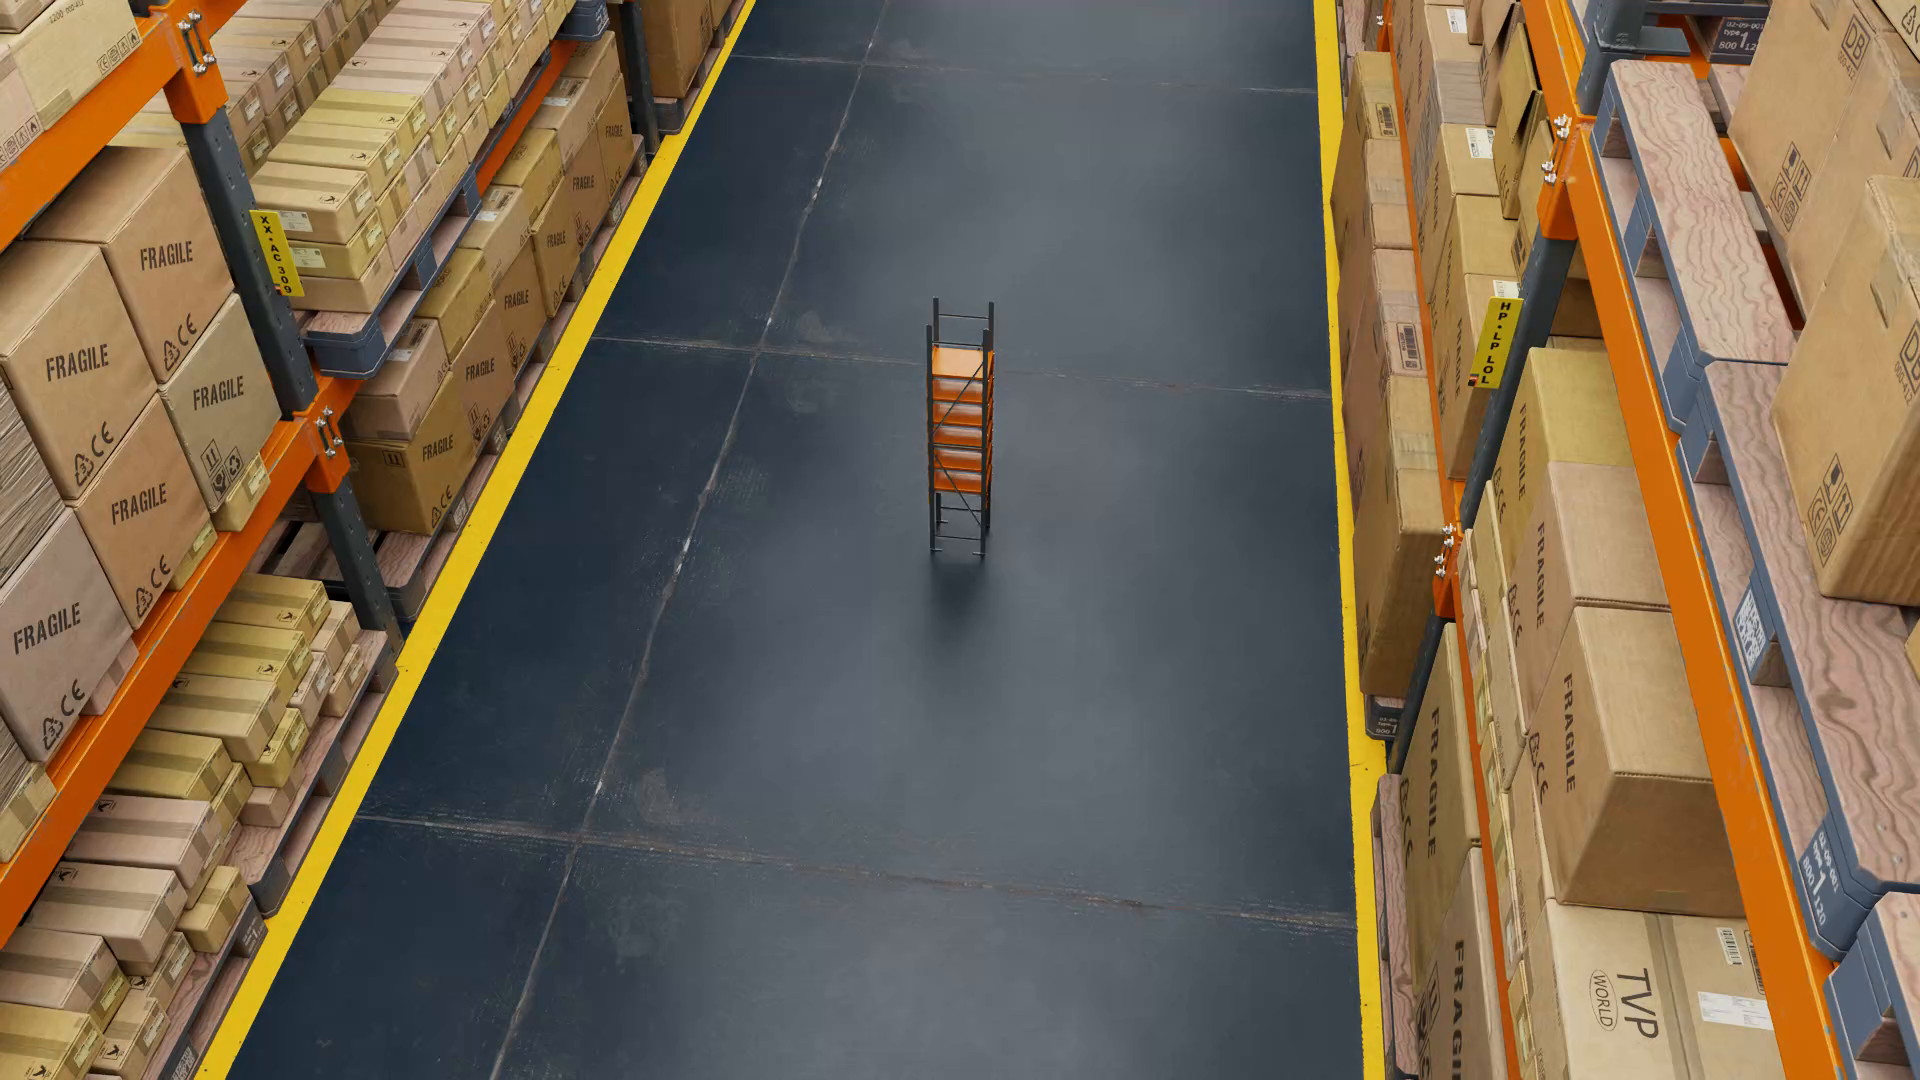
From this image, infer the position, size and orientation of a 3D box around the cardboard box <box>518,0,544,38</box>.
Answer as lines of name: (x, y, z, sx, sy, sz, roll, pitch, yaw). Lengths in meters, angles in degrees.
cardboard box: (-2.032, -2.304, 7.185, 0.380, 0.149, 0.250, 6, 44, 7)

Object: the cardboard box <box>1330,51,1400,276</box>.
cardboard box: (2.541, -1.785, 8.216, 1.225, 0.875, 0.875, 3, 44, 4)

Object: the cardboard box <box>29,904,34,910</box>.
cardboard box: (-3.147, 1.155, 5.639, 0.380, 0.149, 0.250, 4, 44, 4)

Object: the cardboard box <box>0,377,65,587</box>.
cardboard box: (-2.718, -0.128, 4.210, 0.500, 0.500, 0.500, 6, 44, 7)

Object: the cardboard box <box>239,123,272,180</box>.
cardboard box: (-2.853, -1.473, 6.307, 0.380, 0.149, 0.250, 7, 44, 7)

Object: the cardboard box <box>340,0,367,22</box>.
cardboard box: (-2.712, -2.307, 6.971, 0.380, 0.149, 0.250, 5, 44, 5)

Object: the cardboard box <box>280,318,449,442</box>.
cardboard box: (-2.419, -0.663, 6.758, 0.500, 0.250, 0.500, 3, 44, 4)

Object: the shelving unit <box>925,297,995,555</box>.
shelving unit: (0.002, -0.446, 6.870, 0.258, 1.200, 0.189, 5, 44, 6)

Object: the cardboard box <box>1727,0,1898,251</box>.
cardboard box: (2.080, -0.922, 3.432, 0.700, 0.500, 0.500, 3, 44, 3)

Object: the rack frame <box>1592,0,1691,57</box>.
rack frame: (2.124, -2.325, 3.183, 1.000, 3.000, 0.127, 5, 44, 6)

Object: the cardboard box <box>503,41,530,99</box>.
cardboard box: (-2.067, -2.016, 7.097, 0.380, 0.149, 0.250, 3, 44, 4)

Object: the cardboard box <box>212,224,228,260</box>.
cardboard box: (-2.889, -1.193, 6.228, 0.380, 0.149, 0.250, 5, 44, 6)

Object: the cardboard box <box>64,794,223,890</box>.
cardboard box: (-2.644, 0.977, 5.394, 0.380, 0.149, 0.250, 3, 44, 3)

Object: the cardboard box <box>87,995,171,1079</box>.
cardboard box: (-2.730, 1.559, 5.212, 0.380, 0.149, 0.250, 5, 44, 6)

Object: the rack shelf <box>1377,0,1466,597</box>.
rack shelf: (2.389, -1.248, 6.932, 1.077, 0.370, 4.000, 5, 44, 6)

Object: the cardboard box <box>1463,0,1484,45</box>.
cardboard box: (2.452, -2.332, 6.752, 0.797, 0.503, 0.637, 6, 44, 6)

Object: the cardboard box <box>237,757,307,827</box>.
cardboard box: (-2.581, 0.870, 5.940, 0.380, 0.149, 0.250, 4, 44, 4)

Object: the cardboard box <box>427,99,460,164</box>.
cardboard box: (-2.171, -1.592, 6.433, 0.380, 0.149, 0.250, 4, 44, 4)

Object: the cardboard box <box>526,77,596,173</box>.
cardboard box: (-2.136, -2.074, 8.248, 0.500, 0.250, 0.500, 6, 44, 6)

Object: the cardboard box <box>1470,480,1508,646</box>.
cardboard box: (1.803, 0.096, 4.882, 0.500, 0.250, 0.500, 5, 44, 5)

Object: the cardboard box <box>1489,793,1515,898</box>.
cardboard box: (1.620, 0.828, 4.398, 0.380, 0.149, 0.250, 5, 44, 5)

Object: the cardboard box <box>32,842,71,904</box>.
cardboard box: (-3.183, 1.045, 5.538, 0.380, 0.149, 0.250, 7, 44, 7)

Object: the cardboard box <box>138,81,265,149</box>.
cardboard box: (-2.848, -1.594, 6.218, 0.380, 0.149, 0.250, 4, 44, 4)

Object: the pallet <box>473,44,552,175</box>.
pallet: (-2.471, -1.970, 7.310, 1.003, 0.211, 1.213, 5, 44, 6)

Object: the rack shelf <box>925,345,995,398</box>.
rack shelf: (0.002, -0.675, 6.653, 0.258, 0.103, 0.180, 5, 44, 6)

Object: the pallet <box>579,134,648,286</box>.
pallet: (-2.355, -1.847, 9.070, 1.003, 0.211, 1.213, 5, 44, 6)

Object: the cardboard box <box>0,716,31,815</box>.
cardboard box: (-2.790, 0.587, 4.182, 0.500, 0.500, 0.500, 4, 44, 4)

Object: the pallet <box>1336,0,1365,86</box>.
pallet: (2.922, -3.222, 10.521, 1.003, 0.211, 1.213, 5, 44, 6)

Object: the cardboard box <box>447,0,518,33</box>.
cardboard box: (-2.069, -2.236, 6.896, 0.380, 0.149, 0.250, 6, 44, 7)

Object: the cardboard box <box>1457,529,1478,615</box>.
cardboard box: (1.756, 0.116, 5.151, 0.380, 0.149, 0.250, 5, 44, 6)

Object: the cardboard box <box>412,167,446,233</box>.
cardboard box: (-2.203, -1.314, 6.355, 0.380, 0.149, 0.250, 6, 44, 6)

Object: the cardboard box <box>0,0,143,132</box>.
cardboard box: (-2.576, -1.342, 4.435, 0.500, 0.250, 0.500, 6, 44, 7)

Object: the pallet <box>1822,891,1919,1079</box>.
pallet: (1.683, 1.016, 1.900, 1.003, 0.211, 1.213, 5, 44, 6)

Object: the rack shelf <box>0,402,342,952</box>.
rack shelf: (-3.043, 0.958, 4.602, 1.077, 0.370, 4.000, 5, 44, 6)

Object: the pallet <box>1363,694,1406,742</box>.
pallet: (2.152, 0.333, 6.767, 1.003, 0.211, 1.213, 5, 44, 6)

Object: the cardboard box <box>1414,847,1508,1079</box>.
cardboard box: (1.839, 1.528, 4.716, 0.875, 0.875, 0.875, 5, 44, 6)

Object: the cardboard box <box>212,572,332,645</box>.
cardboard box: (-2.568, 0.267, 6.144, 0.380, 0.149, 0.250, 6, 44, 7)

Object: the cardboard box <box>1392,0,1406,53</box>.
cardboard box: (2.319, -2.602, 7.766, 0.500, 0.500, 0.500, 6, 44, 7)

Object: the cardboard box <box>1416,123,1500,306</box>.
cardboard box: (2.050, -1.220, 6.306, 0.500, 0.500, 0.500, 5, 44, 5)

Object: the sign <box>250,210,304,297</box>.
sign: (-2.240, -0.936, 5.450, 0.100, 0.325, 0.005, 5, 44, 6)

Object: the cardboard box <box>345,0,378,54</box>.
cardboard box: (-2.713, -2.188, 7.063, 0.380, 0.149, 0.250, 7, 44, 7)

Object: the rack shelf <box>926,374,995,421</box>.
rack shelf: (0.002, -0.588, 6.736, 0.258, 0.103, 0.180, 5, 44, 6)

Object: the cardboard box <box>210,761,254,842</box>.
cardboard box: (-2.677, 0.884, 5.709, 0.380, 0.149, 0.250, 6, 44, 6)

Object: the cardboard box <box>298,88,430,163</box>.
cardboard box: (-2.203, -1.535, 6.156, 0.380, 0.149, 0.250, 6, 44, 6)

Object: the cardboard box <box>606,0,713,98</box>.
cardboard box: (-2.080, -3.135, 9.732, 1.050, 0.750, 0.750, 5, 44, 5)

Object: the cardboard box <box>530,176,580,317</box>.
cardboard box: (-2.204, -1.449, 8.134, 0.500, 0.500, 0.500, 3, 44, 4)
